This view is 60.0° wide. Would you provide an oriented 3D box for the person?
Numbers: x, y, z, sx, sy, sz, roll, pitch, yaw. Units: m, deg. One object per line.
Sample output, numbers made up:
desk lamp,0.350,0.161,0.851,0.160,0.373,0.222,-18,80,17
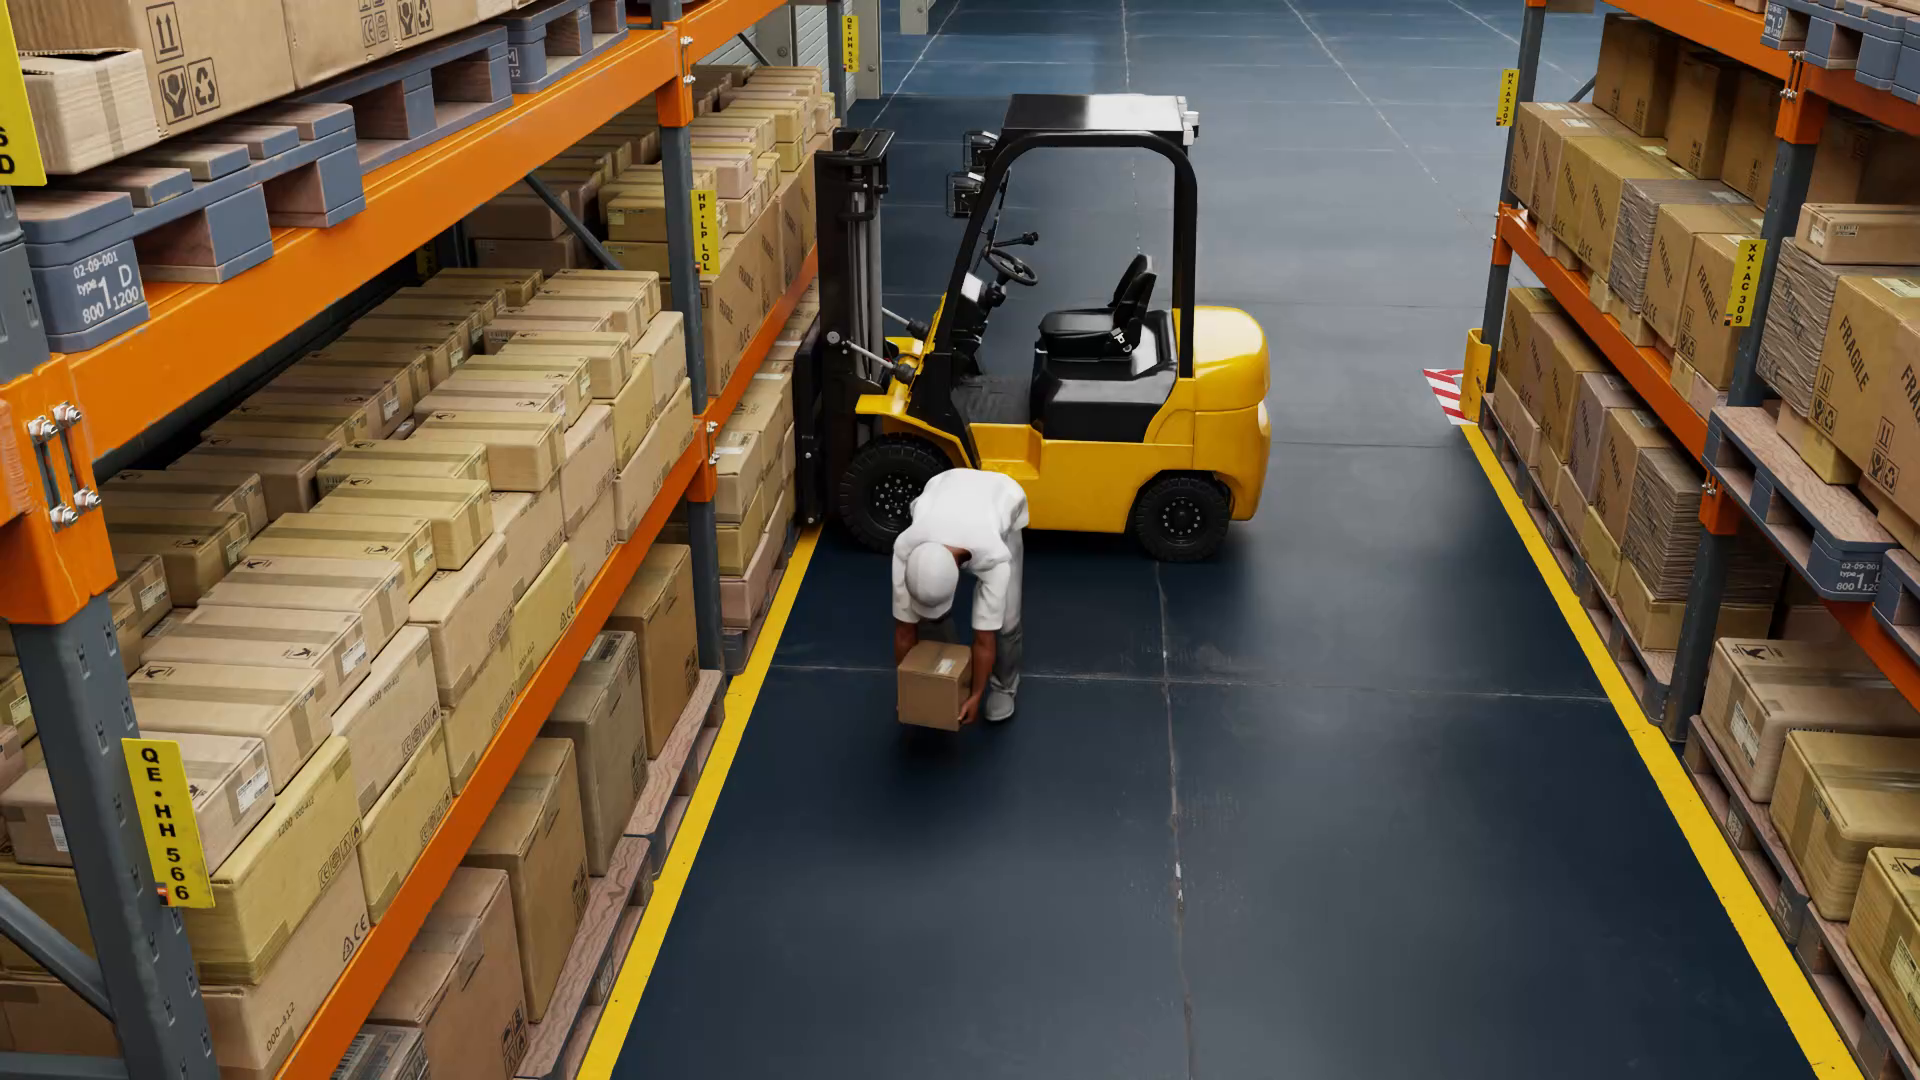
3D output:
person,-0.004,0.302,6.753,0.485,1.064,0.982,7,25,14
